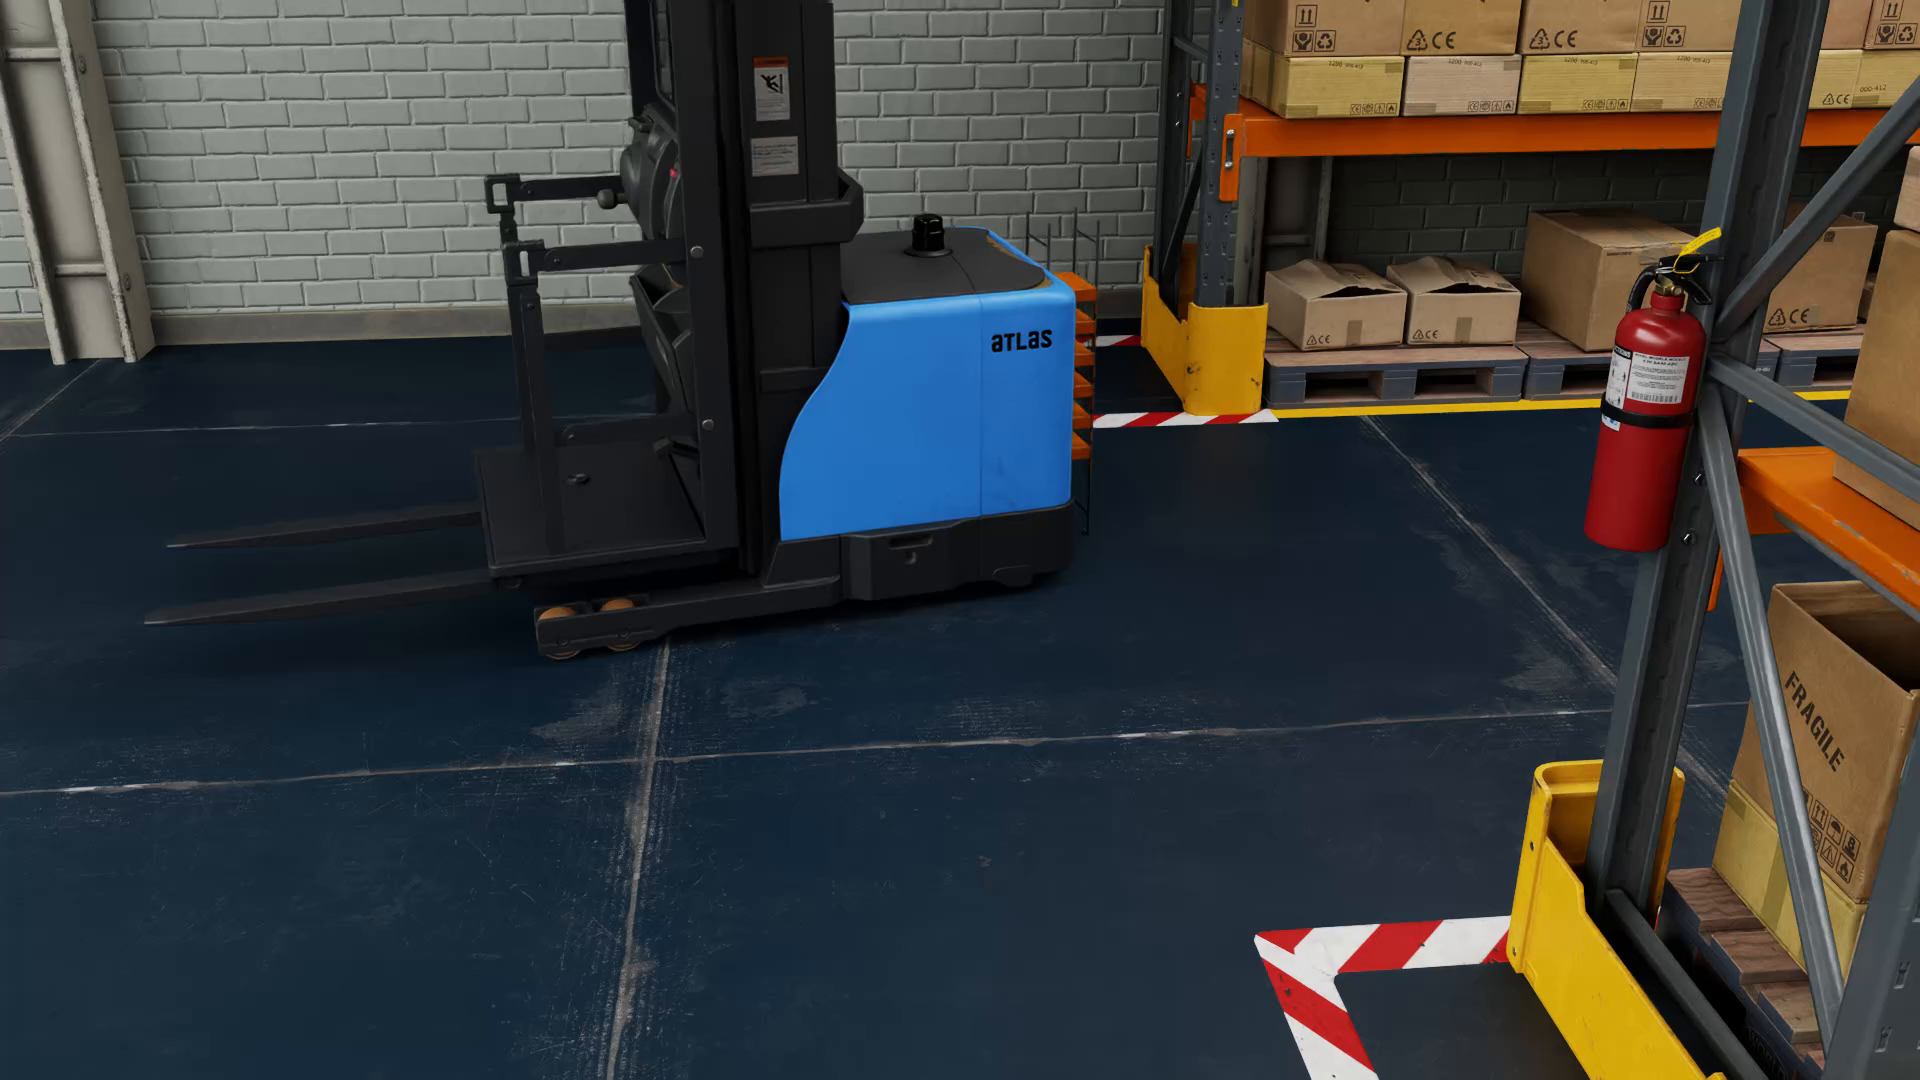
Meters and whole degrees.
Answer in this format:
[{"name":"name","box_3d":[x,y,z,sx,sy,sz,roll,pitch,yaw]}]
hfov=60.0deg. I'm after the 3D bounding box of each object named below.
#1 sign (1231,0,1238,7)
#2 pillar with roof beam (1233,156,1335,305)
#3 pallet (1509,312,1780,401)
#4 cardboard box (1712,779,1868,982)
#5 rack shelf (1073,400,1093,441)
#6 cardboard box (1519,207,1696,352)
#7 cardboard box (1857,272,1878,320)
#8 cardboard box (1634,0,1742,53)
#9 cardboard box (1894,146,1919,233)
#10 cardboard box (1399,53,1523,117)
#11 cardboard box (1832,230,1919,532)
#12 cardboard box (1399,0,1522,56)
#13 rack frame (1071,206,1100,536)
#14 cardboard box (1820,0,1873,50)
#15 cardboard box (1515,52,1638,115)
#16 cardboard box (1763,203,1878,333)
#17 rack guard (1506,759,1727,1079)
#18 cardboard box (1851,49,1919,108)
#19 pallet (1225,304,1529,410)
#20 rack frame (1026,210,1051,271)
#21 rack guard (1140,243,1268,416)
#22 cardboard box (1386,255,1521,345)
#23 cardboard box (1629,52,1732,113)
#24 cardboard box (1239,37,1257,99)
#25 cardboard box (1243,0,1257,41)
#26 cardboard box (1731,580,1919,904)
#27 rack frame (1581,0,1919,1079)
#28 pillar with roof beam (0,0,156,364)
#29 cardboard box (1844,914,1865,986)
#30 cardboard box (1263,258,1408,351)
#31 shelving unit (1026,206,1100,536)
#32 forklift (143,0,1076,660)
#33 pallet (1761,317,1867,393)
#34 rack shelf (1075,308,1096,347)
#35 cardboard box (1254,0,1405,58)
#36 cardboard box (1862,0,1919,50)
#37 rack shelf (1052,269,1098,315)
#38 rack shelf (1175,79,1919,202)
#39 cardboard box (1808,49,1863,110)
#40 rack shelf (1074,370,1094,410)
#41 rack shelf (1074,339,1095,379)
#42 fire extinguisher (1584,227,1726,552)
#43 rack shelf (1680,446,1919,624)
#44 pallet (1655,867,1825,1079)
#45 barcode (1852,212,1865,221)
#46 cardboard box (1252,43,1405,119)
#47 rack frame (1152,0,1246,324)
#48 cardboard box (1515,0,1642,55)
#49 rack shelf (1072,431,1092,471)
[{"name":"sign","box_3d":[1.125,-2.345,6.766,0.005,0.325,0.100,-2,24,-5]},{"name":"pillar with roof beam","box_3d":[2.106,-3.547,3.151,0.400,9.000,9.100,-2,24,-5]},{"name":"pallet","box_3d":[3.170,-0.963,8.156,1.213,0.211,1.003,-2,24,-5]},{"name":"cardboard box","box_3d":[2.066,0.758,3.721,0.500,0.250,0.500,-2,24,-5]},{"name":"rack shelf","box_3d":[0.364,-0.449,6.188,0.180,0.103,0.258,-7,25,-16]},{"name":"cardboard box","box_3d":[3.071,-1.250,7.905,0.500,0.500,0.700,-4,24,-8]},{"name":"cardboard box","box_3d":[4.522,-1.201,8.205,0.250,0.166,0.380,-5,25,-12]},{"name":"cardboard box","box_3d":[3.096,-2.408,7.212,0.500,0.500,0.500,-2,24,-3]},{"name":"cardboard box","box_3d":[1.923,-0.601,2.986,0.250,0.149,0.380,-3,24,-6]},{"name":"cardboard box","box_3d":[2.103,-2.027,7.276,0.500,0.250,0.500,-3,24,-7]},{"name":"cardboard box","box_3d":[2.027,-0.225,2.941,0.500,0.500,0.700,-2,24,-5]},{"name":"cardboard box","box_3d":[2.068,-2.365,7.114,0.500,0.500,0.500,-2,24,-5]},{"name":"rack frame","box_3d":[0.451,-0.611,6.146,0.006,1.200,0.240,-7,25,-16]},{"name":"cardboard box","box_3d":[3.613,-2.429,7.259,0.500,0.500,0.500,-3,24,-7]},{"name":"cardboard box","box_3d":[2.611,-2.044,7.317,0.500,0.250,0.500,-3,24,-6]},{"name":"cardboard box","box_3d":[4.023,-1.329,8.083,0.500,0.500,0.500,-4,24,-9]},{"name":"rack guard","box_3d":[1.538,0.977,3.436,0.348,0.500,1.175,-2,24,-5]},{"name":"cardboard box","box_3d":[4.113,-2.111,7.465,0.500,0.250,0.500,-2,24,-5]},{"name":"pallet","box_3d":[1.959,-0.915,8.049,1.213,0.211,1.003,-2,24,-5]},{"name":"rack frame","box_3d":[0.276,-0.588,6.096,0.006,1.200,0.240,-7,25,-16]},{"name":"rack guard","box_3d":[1.147,-1.029,7.950,0.348,0.500,1.175,-2,24,-5]},{"name":"cardboard box","box_3d":[2.336,-1.155,7.923,0.500,0.311,0.500,0,24,-1]},{"name":"cardboard box","box_3d":[3.114,-2.064,7.360,0.500,0.250,0.500,-2,24,-5]},{"name":"cardboard box","box_3d":[1.517,-2.206,7.680,0.500,0.250,0.500,-2,24,-4]},{"name":"cardboard box","box_3d":[1.519,-2.556,7.545,0.500,0.500,0.500,-3,24,-6]},{"name":"cardboard box","box_3d":[2.066,0.414,3.570,0.500,0.500,0.500,-2,24,-5]},{"name":"rack frame","box_3d":[1.562,-0.166,2.931,0.127,3.000,1.000,-2,24,-5]},{"name":"pillar with roof beam","box_3d":[-3.865,-3.308,2.612,0.400,9.000,9.100,-2,24,-5]},{"name":"cardboard box","box_3d":[2.117,0.967,3.250,0.500,0.250,0.500,-2,24,-5]},{"name":"cardboard box","box_3d":[1.768,-1.132,7.872,0.500,0.311,0.500,-5,24,-11]},{"name":"shelving unit","box_3d":[0.364,-0.599,6.121,0.189,1.200,0.258,-7,25,-16]},{"name":"forklift","box_3d":[-1.174,-1.193,5.326,3.031,2.935,1.130,-7,25,-16]},{"name":"pallet","box_3d":[4.387,-1.013,8.268,1.213,0.211,1.003,-2,24,-5]},{"name":"rack shelf","box_3d":[0.364,-0.778,6.042,0.180,0.103,0.258,-7,25,-16]},{"name":"cardboard box","box_3d":[1.576,-2.349,7.079,0.500,0.500,0.500,-2,24,-5]},{"name":"cardboard box","box_3d":[4.115,-2.445,7.295,0.500,0.500,0.500,-2,24,-5]},{"name":"rack shelf","box_3d":[0.364,-0.888,5.993,0.180,0.103,0.258,-7,25,-16]},{"name":"rack shelf","box_3d":[3.061,-1.919,7.761,4.000,0.370,1.077,-2,24,-5]},{"name":"cardboard box","box_3d":[3.614,-2.084,7.406,0.500,0.250,0.500,-2,24,-5]},{"name":"rack shelf","box_3d":[0.364,-0.559,6.139,0.180,0.103,0.258,-7,25,-16]},{"name":"rack shelf","box_3d":[0.364,-0.668,6.090,0.180,0.103,0.258,-7,25,-16]},{"name":"fire extinguisher","box_3d":[1.398,-0.314,3.358,0.183,0.674,0.296,-2,24,-5]},{"name":"rack shelf","box_3d":[3.552,0.083,3.256,4.000,0.370,1.077,-2,24,-5]},{"name":"pallet","box_3d":[2.319,1.061,3.604,1.213,0.211,1.003,-2,24,-5]},{"name":"barcode","box_3d":[4.491,-1.608,8.317,0.075,0.075,0.001,-2,24,-5]},{"name":"cardboard box","box_3d":[1.588,-2.000,7.217,0.500,0.250,0.500,-3,24,-7]},{"name":"rack frame","box_3d":[1.071,-2.168,7.435,0.127,3.000,1.000,-2,24,-5]},{"name":"cardboard box","box_3d":[2.583,-2.383,7.155,0.500,0.500,0.500,-3,24,-7]},{"name":"rack shelf","box_3d":[0.364,-0.339,6.237,0.180,0.103,0.258,-7,25,-16]}]
